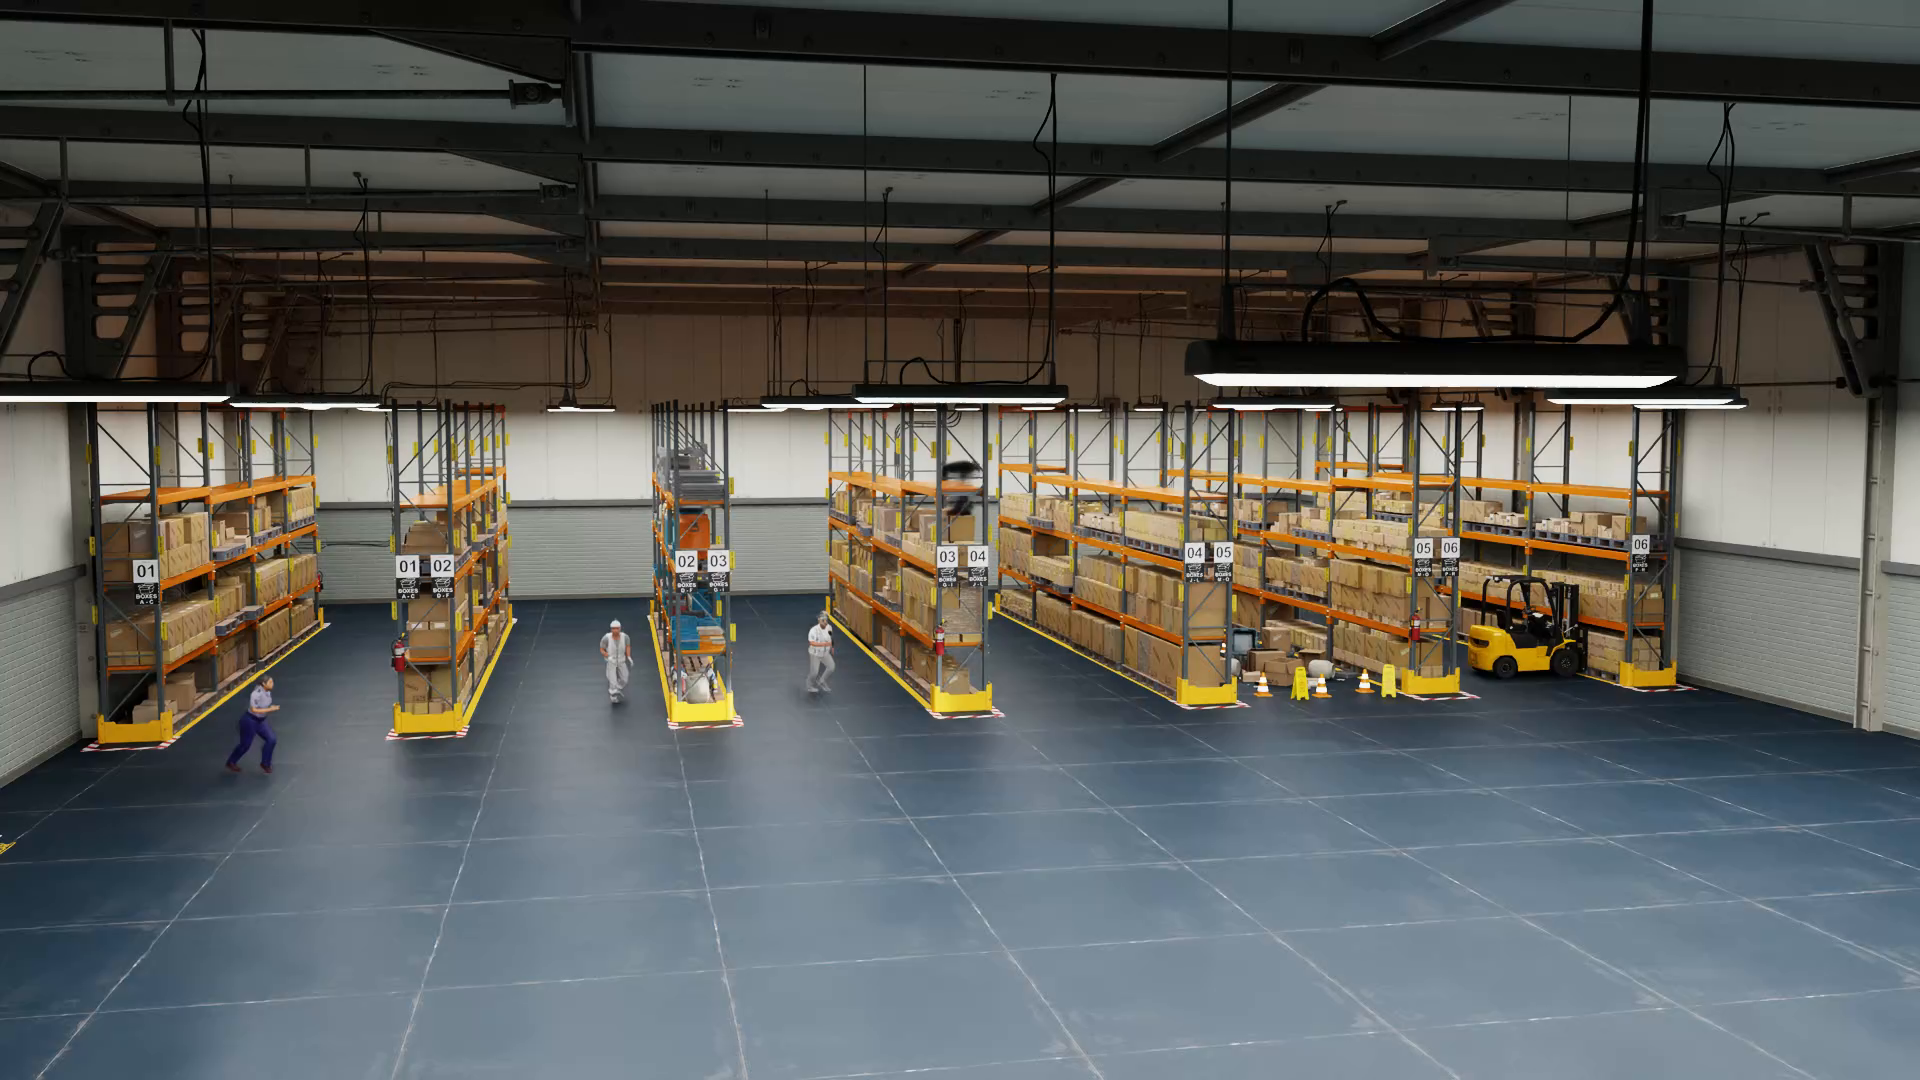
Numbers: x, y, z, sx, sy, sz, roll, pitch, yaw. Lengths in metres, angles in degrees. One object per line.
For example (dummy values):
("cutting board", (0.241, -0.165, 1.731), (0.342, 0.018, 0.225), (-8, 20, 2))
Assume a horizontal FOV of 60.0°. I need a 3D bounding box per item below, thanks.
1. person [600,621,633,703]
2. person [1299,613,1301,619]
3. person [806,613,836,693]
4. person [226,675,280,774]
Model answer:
("person", (-6.815, 2.407, 32.894), (0.655, 1.684, 0.778), (-2, 5, -26))
("person", (9.147, 1.422, 45.513), (0.665, 1.732, 0.841), (-2, 5, -22))
("person", (-2.843, 2.316, 34.095), (0.679, 1.680, 0.919), (-3, 5, -38))
("person", (-11.259, 2.978, 26.496), (0.929, 1.639, 0.624), (0, 4, 6))
